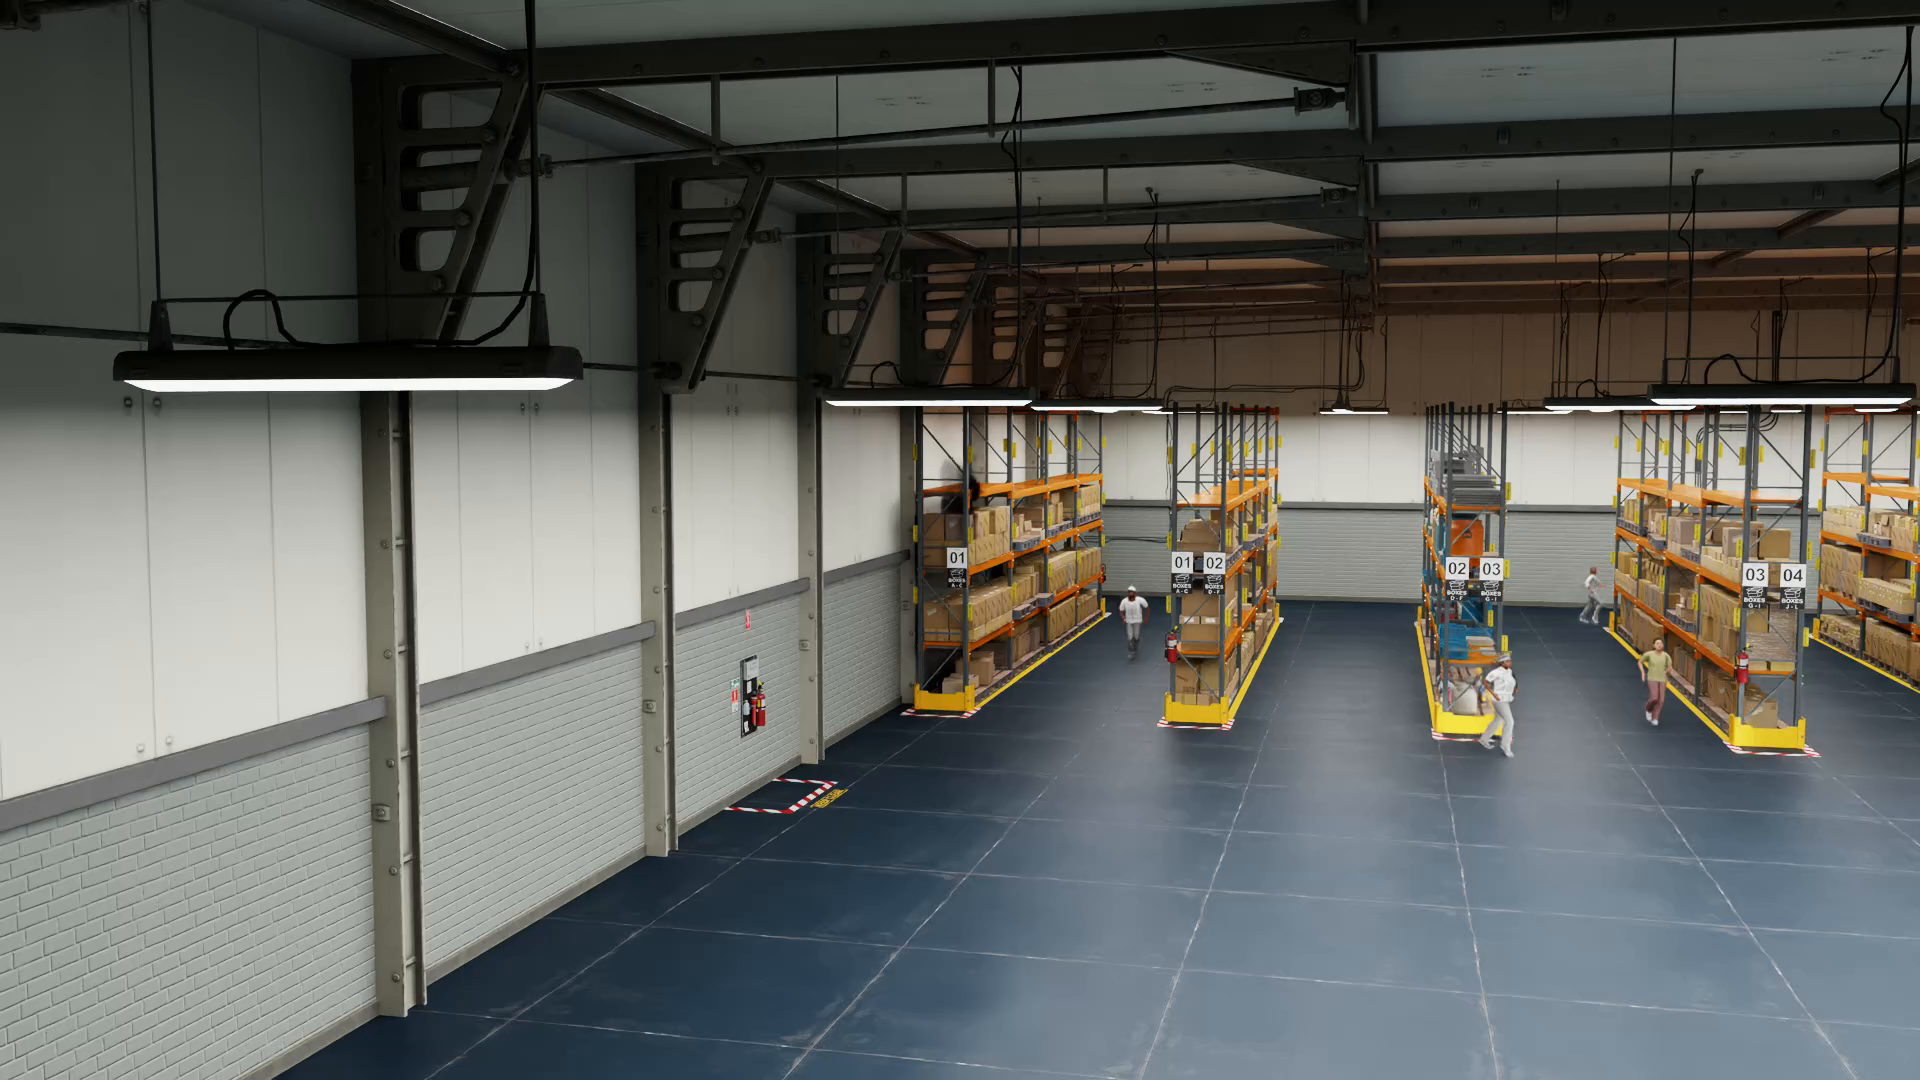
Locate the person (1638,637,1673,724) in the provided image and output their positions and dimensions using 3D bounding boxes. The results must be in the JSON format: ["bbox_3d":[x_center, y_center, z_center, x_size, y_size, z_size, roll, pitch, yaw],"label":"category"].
[{"bbox_3d":[12.925,2.623,30.833,0.566,1.629,0.549,1,4,7],"label":"person"}]

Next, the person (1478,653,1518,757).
[{"bbox_3d":[9.221,2.786,28.376,0.601,1.767,0.698,-4,6,-44],"label":"person"}]

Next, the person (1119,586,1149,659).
[{"bbox_3d":[4.125,1.954,39.524,0.722,1.729,0.649,1,4,14],"label":"person"}]

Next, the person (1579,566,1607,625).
[{"bbox_3d":[17.488,1.539,45.934,0.704,1.631,0.515,1,4,18],"label":"person"}]
